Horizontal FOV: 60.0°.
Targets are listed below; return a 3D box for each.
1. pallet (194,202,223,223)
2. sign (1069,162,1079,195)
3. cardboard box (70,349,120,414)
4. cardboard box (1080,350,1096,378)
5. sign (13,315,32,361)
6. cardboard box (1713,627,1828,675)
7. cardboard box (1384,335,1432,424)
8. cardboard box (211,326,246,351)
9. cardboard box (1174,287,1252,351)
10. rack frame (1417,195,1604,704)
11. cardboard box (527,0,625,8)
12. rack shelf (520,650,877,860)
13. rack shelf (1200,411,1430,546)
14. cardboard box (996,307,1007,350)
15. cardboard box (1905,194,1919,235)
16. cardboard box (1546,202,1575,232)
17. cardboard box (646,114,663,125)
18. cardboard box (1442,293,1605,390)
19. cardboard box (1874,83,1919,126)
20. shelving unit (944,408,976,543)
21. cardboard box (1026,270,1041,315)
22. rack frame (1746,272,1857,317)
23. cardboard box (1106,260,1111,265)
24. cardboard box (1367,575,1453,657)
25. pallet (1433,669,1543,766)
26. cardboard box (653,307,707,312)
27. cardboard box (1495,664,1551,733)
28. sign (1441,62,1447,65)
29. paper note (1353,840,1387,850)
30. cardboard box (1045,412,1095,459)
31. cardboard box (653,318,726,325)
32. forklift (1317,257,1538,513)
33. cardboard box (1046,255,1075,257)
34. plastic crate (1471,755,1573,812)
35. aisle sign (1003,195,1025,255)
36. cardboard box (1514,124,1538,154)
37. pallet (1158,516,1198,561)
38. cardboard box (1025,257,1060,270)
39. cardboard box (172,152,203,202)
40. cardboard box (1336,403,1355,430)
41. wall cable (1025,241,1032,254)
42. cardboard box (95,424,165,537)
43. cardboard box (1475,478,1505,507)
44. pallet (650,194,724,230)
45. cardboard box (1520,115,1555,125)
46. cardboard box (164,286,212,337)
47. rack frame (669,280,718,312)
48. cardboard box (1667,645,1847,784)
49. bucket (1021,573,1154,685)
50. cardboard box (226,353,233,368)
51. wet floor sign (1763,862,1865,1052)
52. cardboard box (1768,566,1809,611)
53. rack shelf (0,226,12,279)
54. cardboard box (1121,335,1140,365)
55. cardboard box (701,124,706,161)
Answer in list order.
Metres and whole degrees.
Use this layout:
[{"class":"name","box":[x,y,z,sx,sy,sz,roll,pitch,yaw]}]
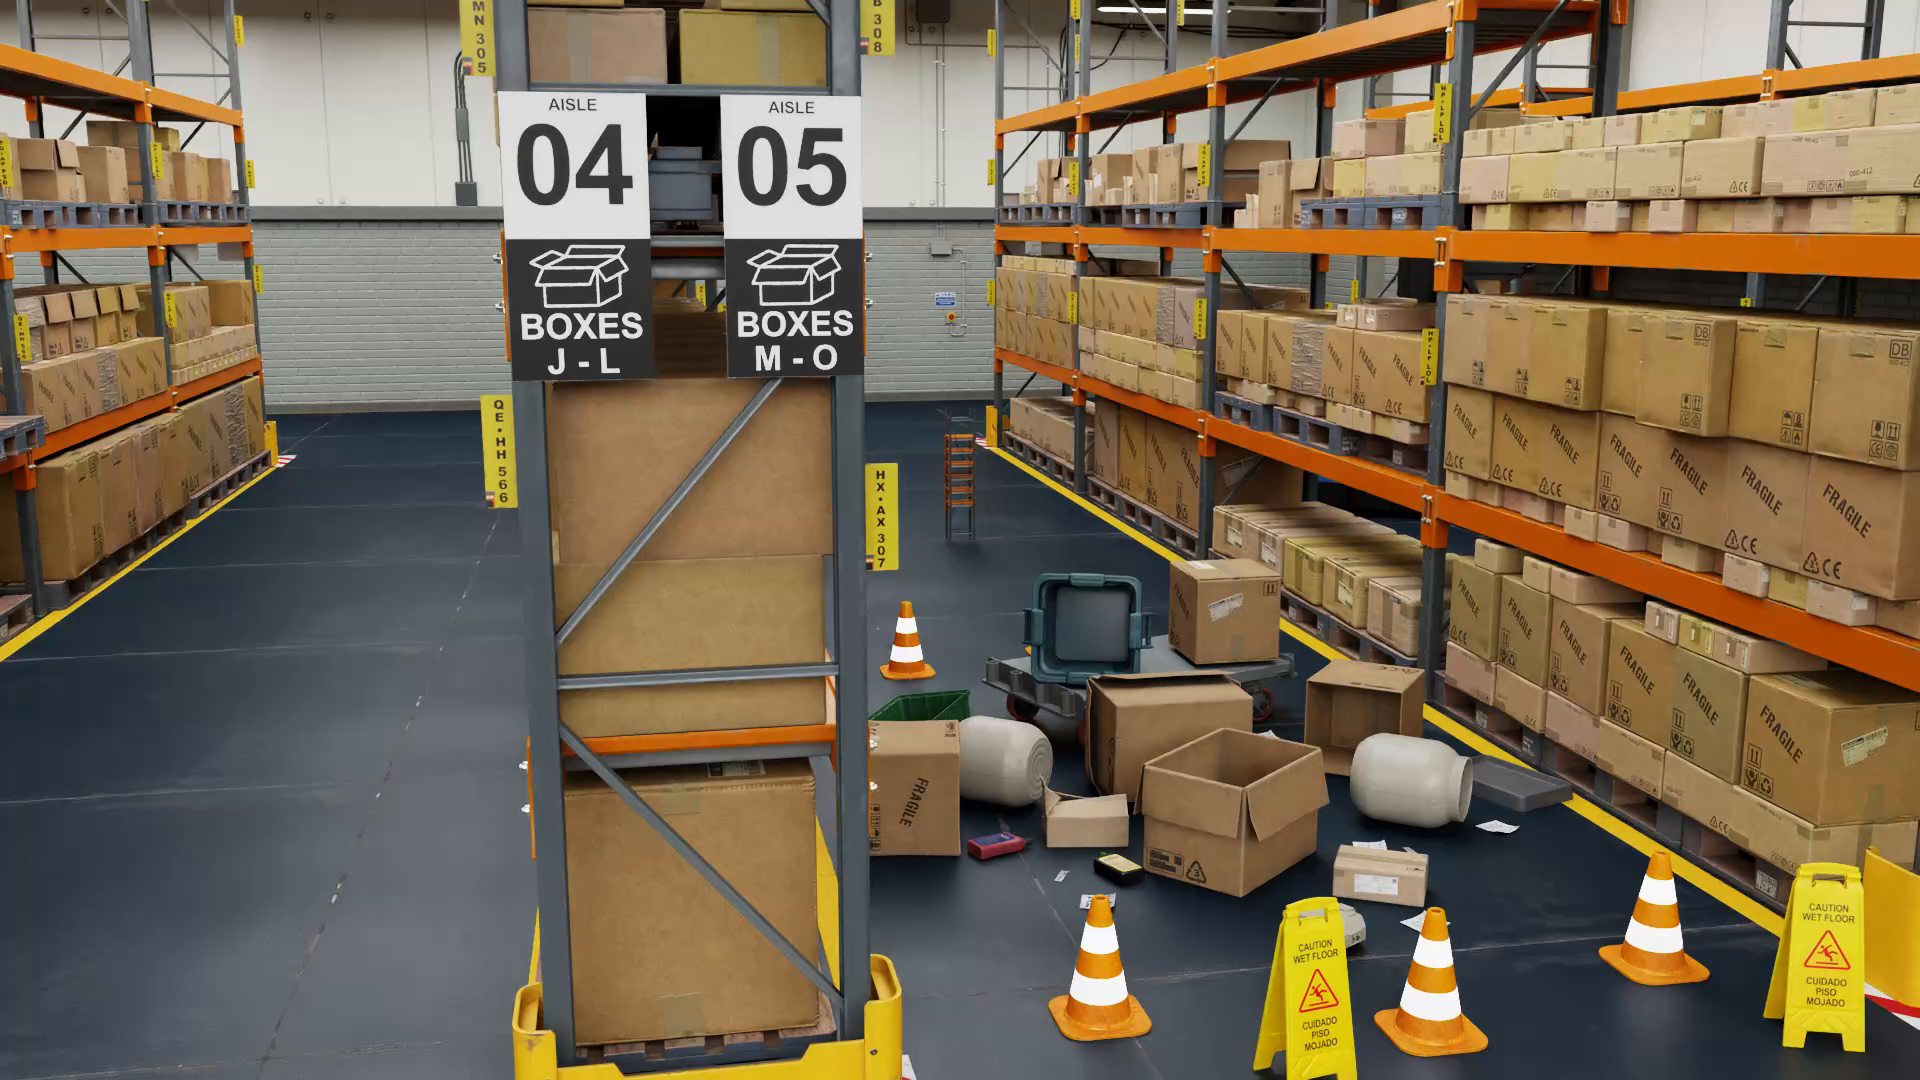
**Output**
[{"class":"pallet","box":[-8.383,-3.428,17.401,1.003,0.211,1.213,-2,11,-11]},{"class":"sign","box":[1.176,-3.731,17.159,0.100,0.325,0.005,-2,11,-11]},{"class":"cardboard box","box":[-7.351,-1.319,13.838,0.500,0.500,0.500,-2,11,-11]},{"class":"cardboard box","box":[1.547,-1.821,17.143,0.500,0.250,0.500,-2,11,-12]},{"class":"sign","box":[-6.692,-1.442,11.867,0.100,0.325,0.005,-2,11,-11]},{"class":"cardboard box","box":[3.505,0.471,7.190,0.380,0.149,0.250,-2,11,-9]},{"class":"cardboard box","box":[2.961,-0.996,10.219,0.500,0.500,0.500,-2,11,-12]},{"class":"cardboard box","box":[-8.326,-2.258,18.645,0.500,0.250,0.500,-2,11,-12]},{"class":"cardboard box","box":[2.141,-1.877,14.094,0.500,0.500,0.500,-2,11,-13]},{"class":"rack frame","box":[3.276,-0.518,9.894,1.000,3.000,0.127,-2,11,-11]},{"class":"cardboard box","box":[-1.180,-1.632,4.876,0.380,0.149,0.250,-2,11,-10]},{"class":"rack shelf","box":[-1.171,0.401,6.991,1.077,0.370,4.000,-2,11,-11]},{"class":"rack shelf","box":[2.887,-0.531,11.889,1.077,0.370,4.000,-2,11,-11]},{"class":"cardboard box","box":[0.754,-2.669,20.931,0.500,0.500,0.500,-2,11,-11]},{"class":"cardboard box","box":[3.710,-1.189,6.073,0.380,0.149,0.250,-2,11,-11]},{"class":"cardboard box","box":[3.258,-1.663,8.560,0.380,0.149,0.250,-2,11,-9]},{"class":"cardboard box","box":[-1.344,-1.650,6.038,0.500,0.250,0.500,-2,11,-11]},{"class":"cardboard box","box":[3.149,-1.116,9.298,0.700,0.500,0.500,-2,11,-12]},{"class":"cardboard box","box":[3.686,-1.626,6.234,0.380,0.149,0.250,-2,11,-10]},{"class":"shelving unit","box":[0.003,-0.587,15.070,0.258,1.200,0.189,-2,11,-11]},{"class":"cardboard box","box":[1.069,-2.880,19.366,0.500,0.500,0.500,-2,11,-11]},{"class":"rack frame","box":[7.366,-1.433,14.701,1.000,3.000,0.127,-2,11,-11]},{"class":"cardboard box","box":[1.756,-3.003,18.276,0.380,0.149,0.250,-2,11,-12]},{"class":"cardboard box","box":[3.172,0.471,10.605,0.950,0.372,0.625,-2,11,-10]},{"class":"pallet","box":[3.441,0.974,9.514,1.003,0.211,1.213,-2,11,-11]},{"class":"cardboard box","box":[-1.959,-1.230,10.695,0.700,0.500,0.500,-2,11,-12]},{"class":"cardboard box","box":[3.241,0.842,8.980,0.500,0.250,0.500,-1,11,-8]},{"class":"sign","box":[6.359,-6.400,21.833,0.100,0.325,0.005,-2,11,-11]},{"class":"paper note","box":[1.899,1.418,7.696,0.148,0.019,0.142,2,11,9]},{"class":"cardboard box","box":[1.528,-1.216,19.291,0.875,0.438,0.875,-2,11,-13]},{"class":"cardboard box","box":[-1.301,-0.758,7.866,0.875,0.550,0.550,-2,11,-11]},{"class":"forklift","box":[5.032,-1.698,16.279,3.031,2.935,1.130,5,12,25]},{"class":"cardboard box","box":[1.281,-3.473,20.746,0.380,0.149,0.250,-2,11,-10]},{"class":"plastic crate","box":[2.777,1.234,8.498,0.402,0.080,0.583,-6,13,-31]},{"class":"aisle sign","box":[0.644,-3.998,21.228,0.394,0.787,0.004,-2,11,-11]},{"class":"cardboard box","box":[3.139,-2.095,8.696,0.380,0.149,0.250,-2,11,-13]},{"class":"pallet","box":[2.419,-0.029,14.783,1.003,0.211,1.213,-2,11,-11]},{"class":"cardboard box","box":[0.977,-3.264,19.646,0.380,0.149,0.250,-2,11,-10]},{"class":"cardboard box","box":[-8.274,-3.744,17.164,0.700,0.500,0.500,-2,11,-9]},{"class":"cardboard box","box":[2.733,-0.826,11.065,0.380,0.149,0.250,-2,11,-11]},{"class":"wall cable","box":[1.211,-4.305,27.074,0.588,1.984,0.122,-2,11,-11]},{"class":"cardboard box","box":[-7.682,-0.507,14.395,1.225,0.875,0.875,-3,11,-13]},{"class":"cardboard box","box":[3.123,-0.280,9.319,0.380,0.149,0.250,-2,11,-9]},{"class":"pallet","box":[-1.787,-1.865,9.462,0.805,0.209,1.217,-3,11,-13]},{"class":"cardboard box","box":[3.449,-2.582,10.660,0.500,0.250,0.500,-2,11,-12]},{"class":"cardboard box","box":[-8.037,-2.348,17.112,0.500,0.500,0.500,-2,11,-13]},{"class":"rack frame","box":[-2.338,-1.053,12.705,1.000,3.000,0.127,-2,11,-11]},{"class":"cardboard box","box":[3.538,0.759,7.412,0.500,0.500,0.500,-2,11,-9]},{"class":"bucket","box":[0.728,0.483,9.324,0.726,0.611,0.620,2,1,9]},{"class":"cardboard box","box":[-8.135,-1.947,18.074,0.380,0.149,0.250,-2,11,-11]},{"class":"wet floor sign","box":[3.041,1.446,5.872,0.267,0.644,0.232,2,11,9]},{"class":"cardboard box","box":[3.584,0.188,6.857,0.380,0.149,0.250,-2,11,-12]},{"class":"rack shelf","box":[-6.834,-1.644,9.715,1.077,0.370,4.000,-2,11,-11]},{"class":"cardboard box","box":[1.830,-1.785,15.617,0.500,0.250,0.500,-2,11,-13]},{"class":"cardboard box","box":[-0.780,-1.497,6.299,0.380,0.149,0.250,-2,11,-11]}]
